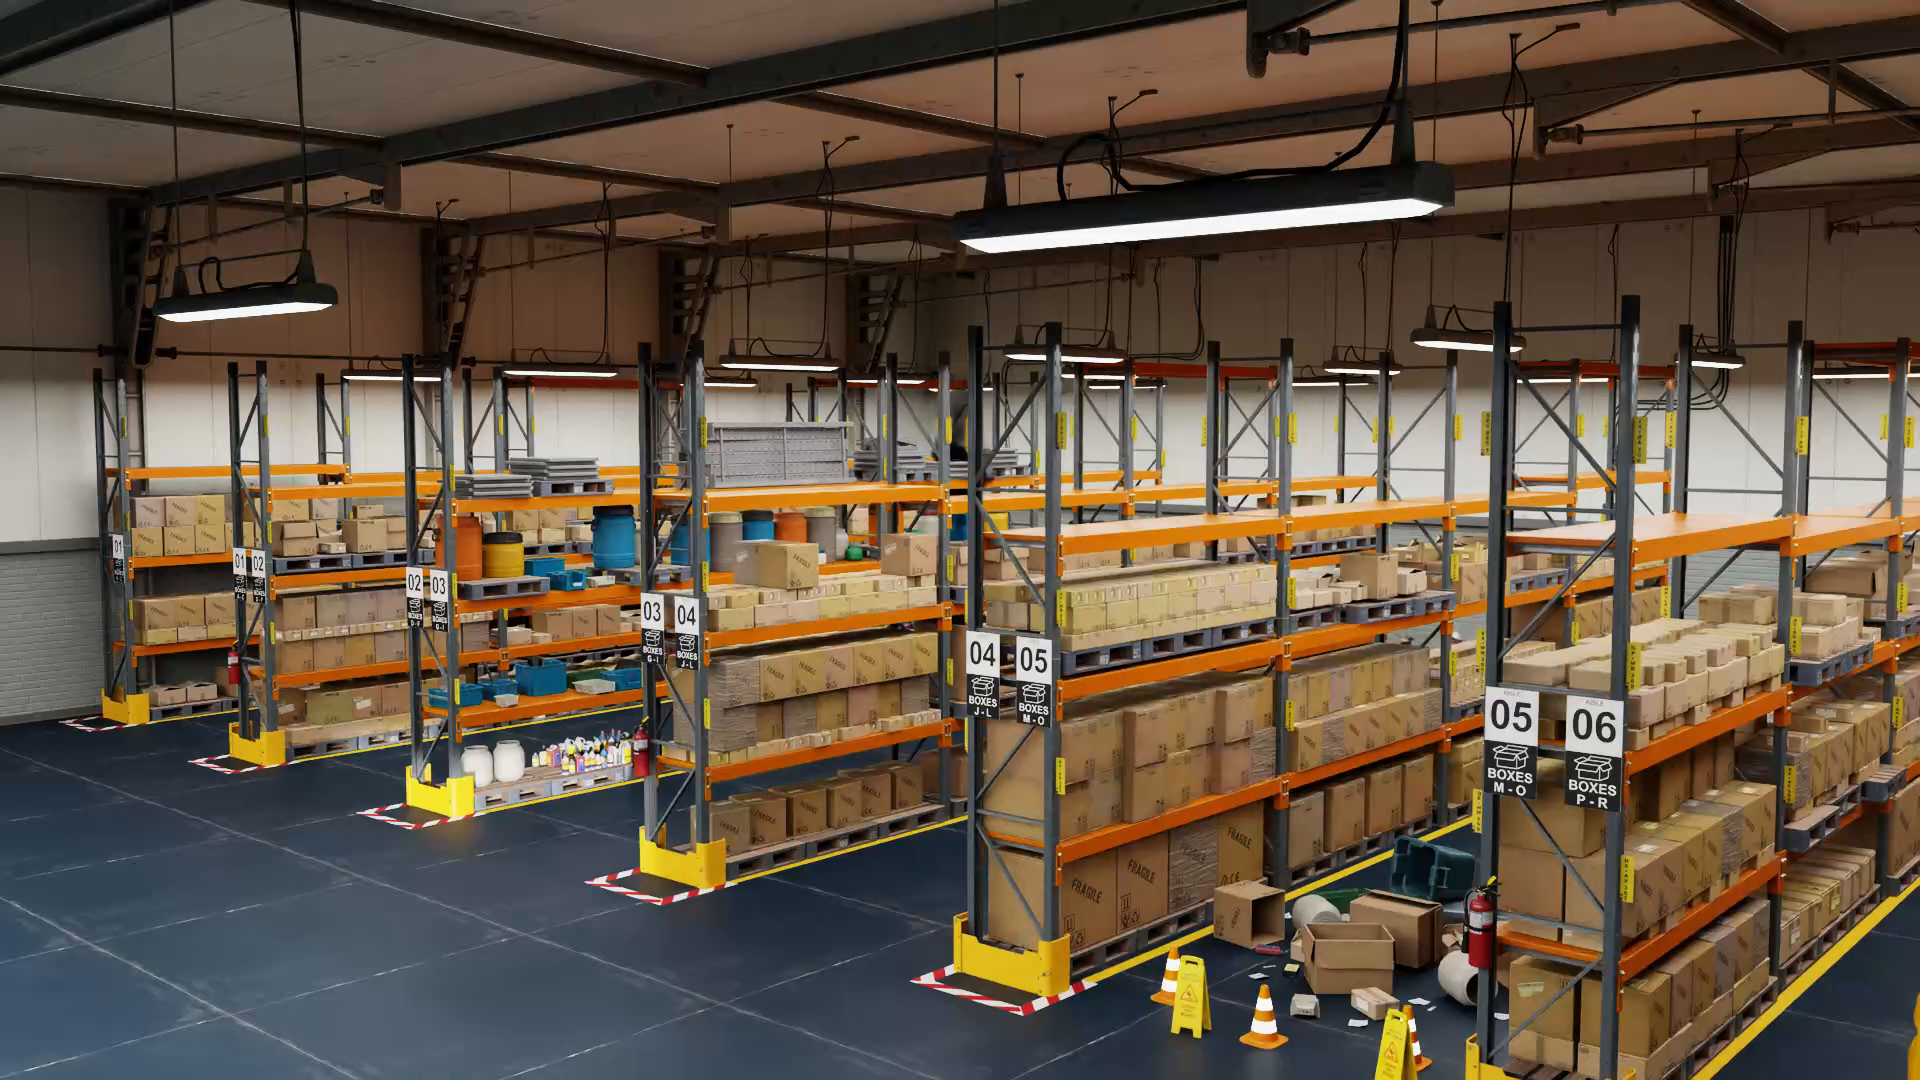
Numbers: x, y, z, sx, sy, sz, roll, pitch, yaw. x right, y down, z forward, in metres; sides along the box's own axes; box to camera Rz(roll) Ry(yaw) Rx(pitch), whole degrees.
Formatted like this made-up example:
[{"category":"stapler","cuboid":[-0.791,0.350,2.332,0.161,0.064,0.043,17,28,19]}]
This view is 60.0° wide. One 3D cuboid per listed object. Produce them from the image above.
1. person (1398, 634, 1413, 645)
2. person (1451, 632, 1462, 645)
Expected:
[{"category":"person","cuboid":[7.144,2.339,26.672,0.574,1.671,0.939,3,5,35]},{"category":"person","cuboid":[7.860,2.339,26.246,0.694,1.803,0.998,4,6,44]}]
